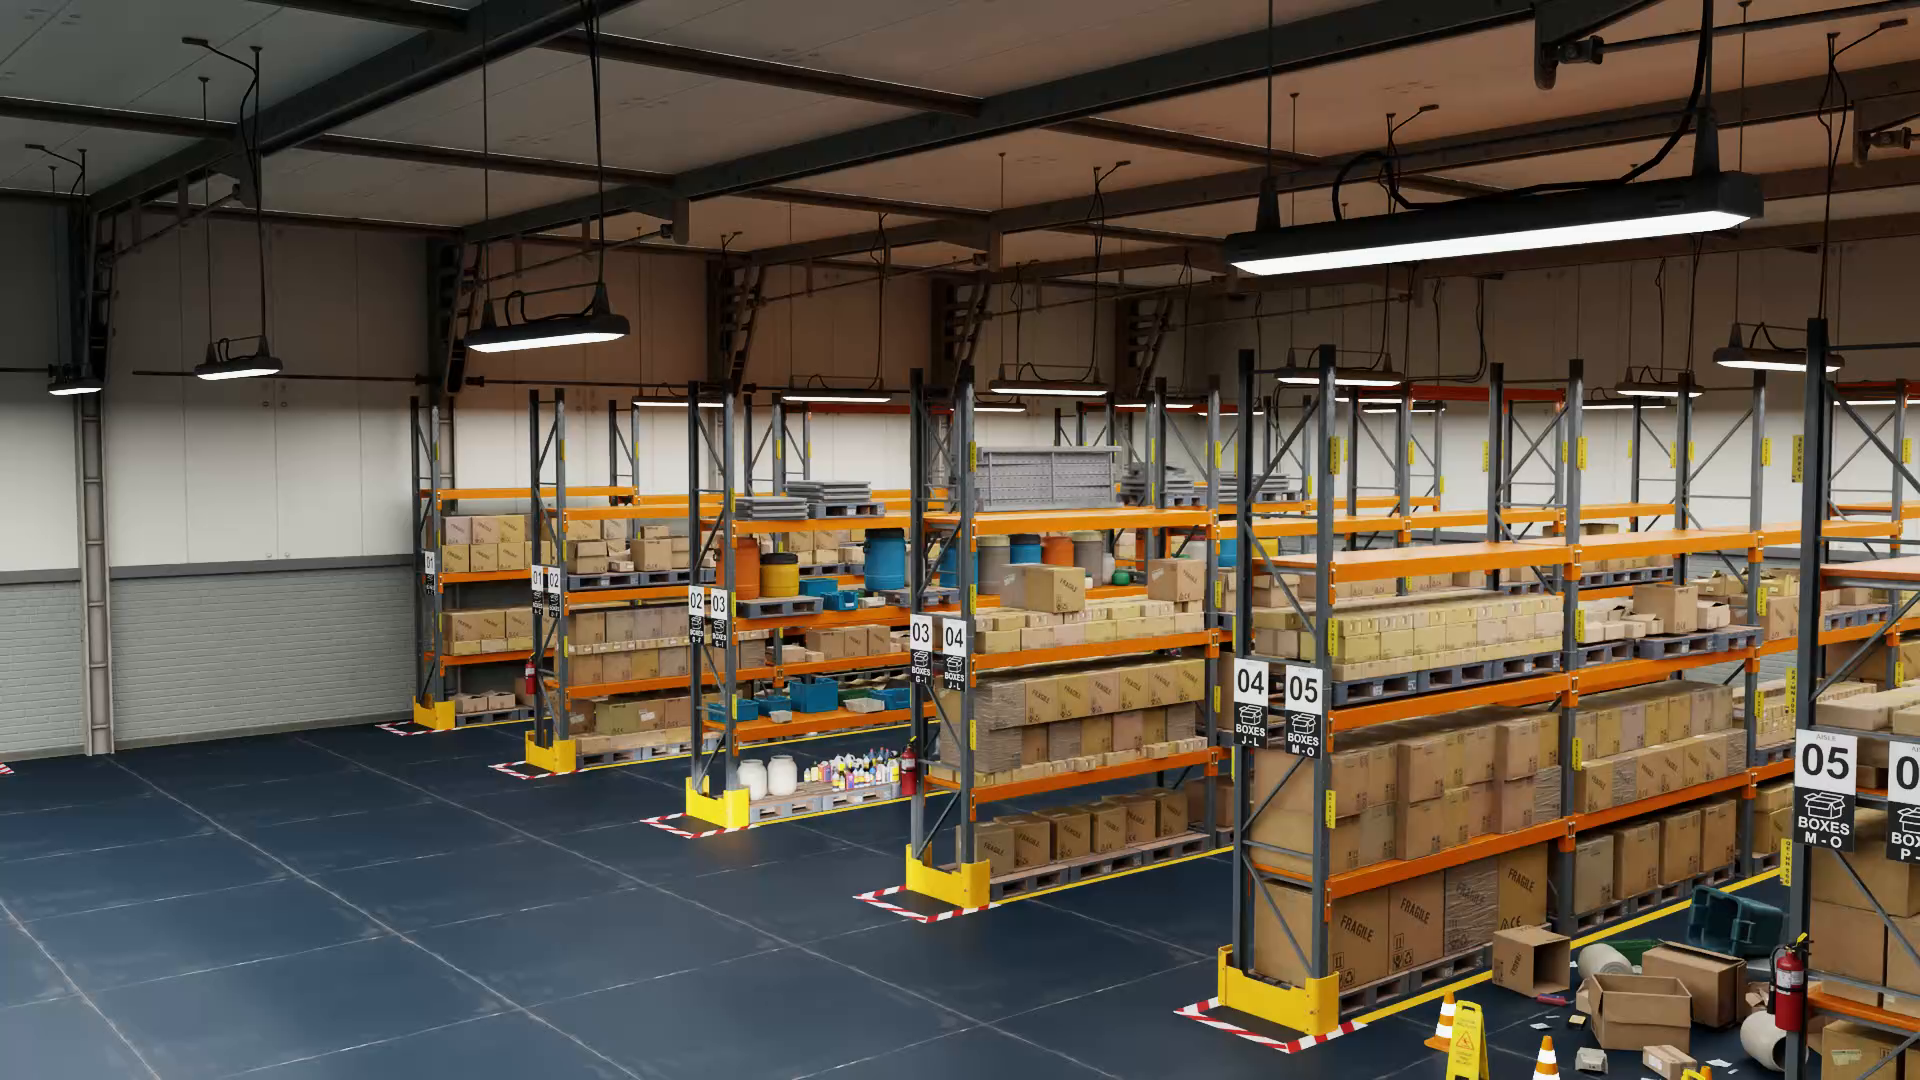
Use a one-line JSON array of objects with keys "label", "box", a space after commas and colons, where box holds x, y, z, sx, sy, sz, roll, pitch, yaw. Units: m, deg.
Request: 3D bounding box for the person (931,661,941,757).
[{"label": "person", "box": [-0.113, 2.783, 27.531, 1.032, 1.628, 0.648, -2, 4, -32]}]

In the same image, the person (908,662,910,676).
[{"label": "person", "box": [-0.795, 2.355, 34.006, 0.562, 1.609, 0.589, 3, 5, 45]}]

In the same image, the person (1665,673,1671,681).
[{"label": "person", "box": [10.940, 2.853, 25.641, 0.538, 1.608, 0.600, -3, 5, -44]}]
